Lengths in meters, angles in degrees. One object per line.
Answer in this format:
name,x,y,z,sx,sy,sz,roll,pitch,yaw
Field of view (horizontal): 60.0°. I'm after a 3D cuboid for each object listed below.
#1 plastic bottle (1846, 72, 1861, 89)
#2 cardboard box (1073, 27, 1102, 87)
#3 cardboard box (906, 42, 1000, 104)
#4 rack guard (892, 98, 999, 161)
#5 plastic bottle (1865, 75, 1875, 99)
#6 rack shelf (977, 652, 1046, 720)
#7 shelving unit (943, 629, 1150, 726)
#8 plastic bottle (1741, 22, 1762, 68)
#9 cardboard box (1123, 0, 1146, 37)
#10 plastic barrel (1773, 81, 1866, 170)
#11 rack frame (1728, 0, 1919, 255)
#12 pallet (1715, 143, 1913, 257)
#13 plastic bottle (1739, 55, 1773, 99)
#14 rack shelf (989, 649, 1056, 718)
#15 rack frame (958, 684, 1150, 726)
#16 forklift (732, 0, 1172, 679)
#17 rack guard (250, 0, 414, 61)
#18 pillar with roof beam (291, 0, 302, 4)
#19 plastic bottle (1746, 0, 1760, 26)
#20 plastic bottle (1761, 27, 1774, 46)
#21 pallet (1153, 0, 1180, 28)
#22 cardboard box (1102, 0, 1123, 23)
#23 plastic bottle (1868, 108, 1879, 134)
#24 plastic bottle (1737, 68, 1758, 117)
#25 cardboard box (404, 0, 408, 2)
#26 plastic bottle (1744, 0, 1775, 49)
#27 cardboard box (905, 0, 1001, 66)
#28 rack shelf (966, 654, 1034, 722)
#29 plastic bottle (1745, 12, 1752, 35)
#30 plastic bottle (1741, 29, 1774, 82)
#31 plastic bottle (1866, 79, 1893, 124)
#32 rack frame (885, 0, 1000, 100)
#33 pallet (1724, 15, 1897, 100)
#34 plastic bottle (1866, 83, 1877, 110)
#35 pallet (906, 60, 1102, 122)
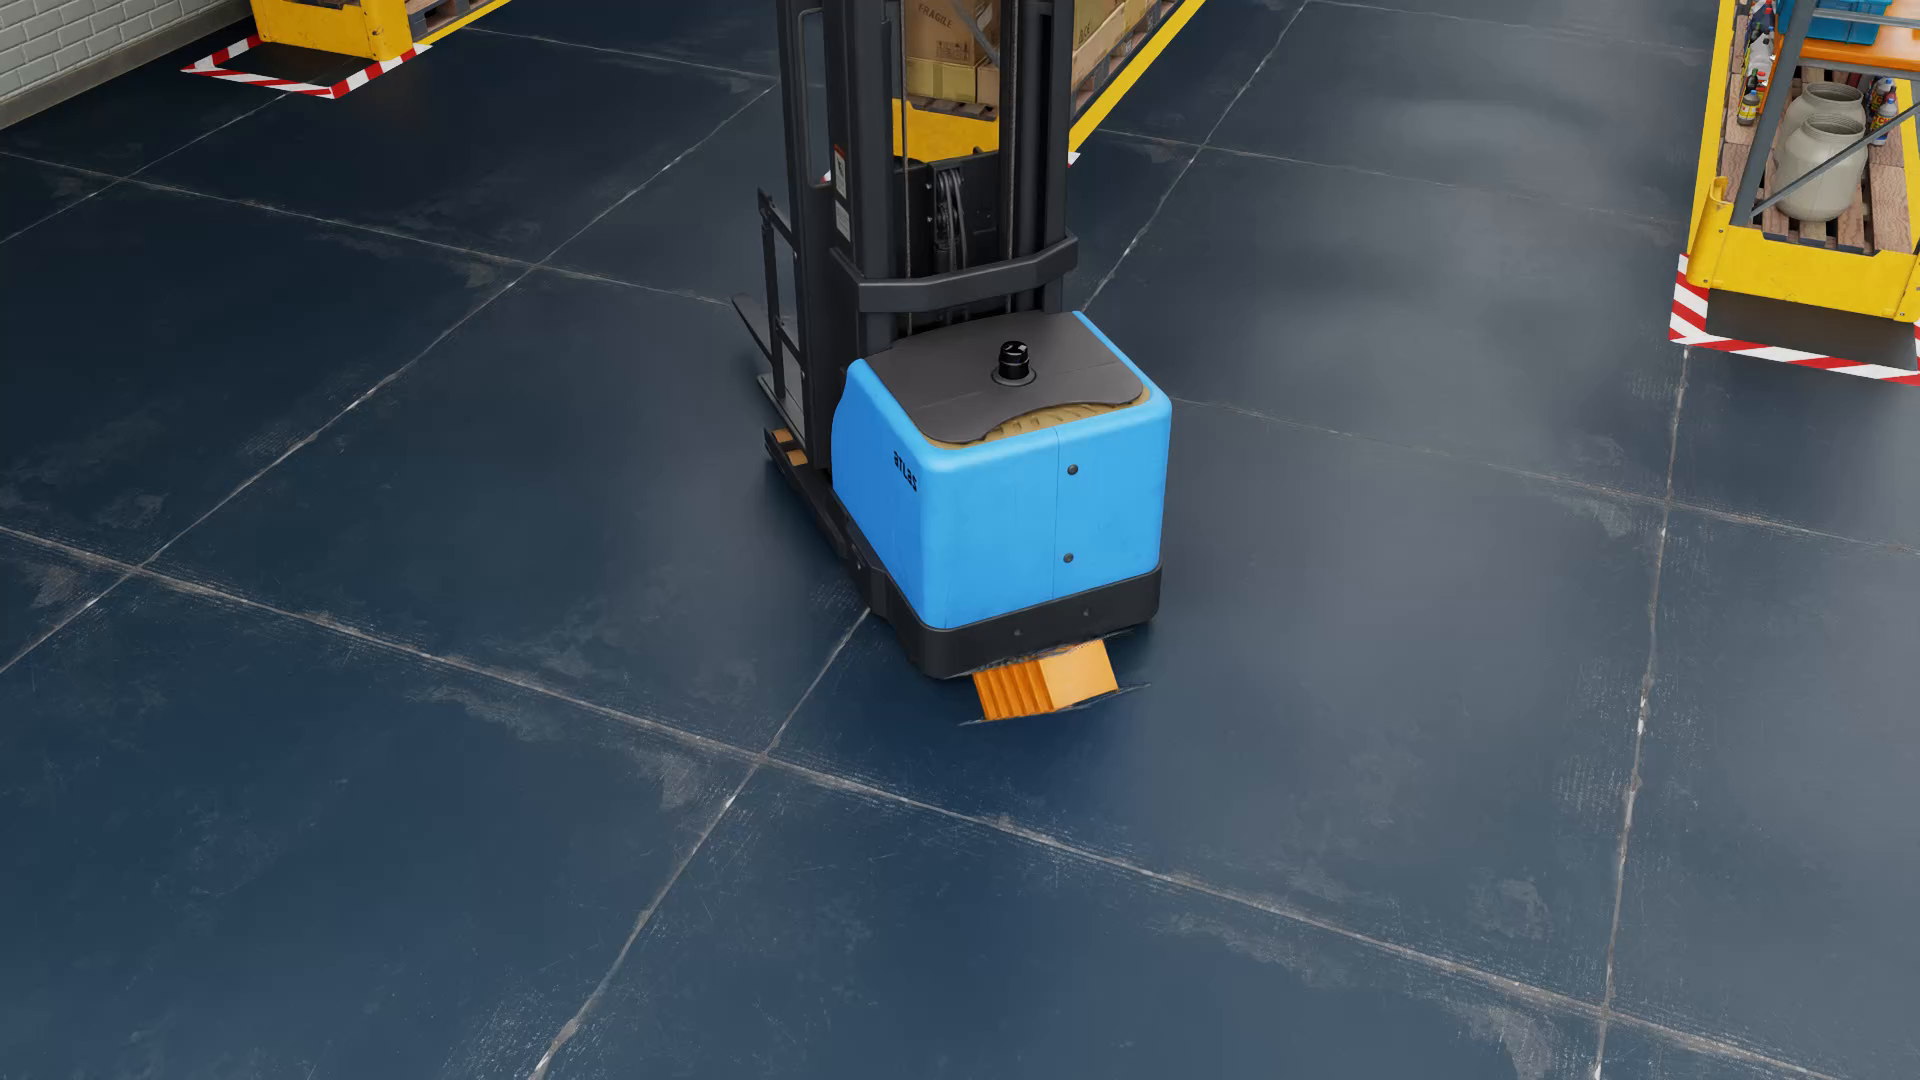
plastic bottle,5.784,-3.045,10.719,0.061,0.283,0.133,14,39,18
cardboard box,0.618,-3.236,11.019,0.500,0.250,0.500,14,39,18
cardboard box,-0.048,-3.076,10.806,0.500,0.250,0.500,14,39,18
rack guard,0.012,-2.630,10.351,1.175,0.500,0.348,14,39,18
plastic bottle,5.863,-2.916,10.616,0.097,0.201,0.097,0,37,0
rack shelf,0.216,0.518,5.945,0.258,0.180,0.103,-17,-3,-21
shelving unit,0.270,0.493,5.792,0.258,0.189,1.200,-17,-3,-21
plastic bottle,5.259,-3.278,11.032,0.061,0.283,0.133,16,40,20
cardboard box,1.003,-3.788,11.758,0.500,0.250,0.500,14,39,18
plastic barrel,4.971,-2.345,9.610,0.421,0.512,0.421,0,37,0
rack frame,4.601,-2.514,8.108,1.000,3.000,0.127,14,39,18
pallet,4.900,-1.899,9.614,1.003,0.211,1.213,14,39,18
plastic bottle,5.068,-2.926,10.567,0.152,0.276,0.135,13,39,16
rack shelf,0.256,0.500,5.833,0.258,0.180,0.103,-17,-3,-21
rack frame,0.298,0.580,5.788,0.240,0.006,1.200,-17,-3,-21
forklift,-0.254,-1.515,6.829,1.130,2.935,3.031,-15,39,-19
rack guard,-4.532,-3.812,11.932,1.175,0.500,0.348,14,39,18
pillar with roof beam,-1.114,-6.778,8.802,9.100,9.000,0.400,14,39,18
plastic bottle,5.596,-3.736,11.654,0.097,0.271,0.097,0,37,0
plastic bottle,5.339,-3.266,11.025,0.097,0.271,0.097,0,37,0
pallet,1.202,-4.312,12.842,1.003,0.211,1.213,14,39,18
cardboard box,0.798,-3.815,11.168,0.500,0.500,0.500,14,39,18
plastic bottle,5.618,-2.560,10.139,0.097,0.201,0.097,0,37,0
plastic bottle,4.922,-2.788,10.376,0.061,0.283,0.133,15,39,19
cardboard box,-4.215,-4.233,12.286,0.500,0.311,0.500,10,38,13
plastic bottle,5.432,-3.492,11.261,0.144,0.351,0.185,15,39,19
cardboard box,-0.050,-3.377,10.582,0.500,0.500,0.500,14,39,18
rack shelf,0.177,0.535,6.057,0.258,0.180,0.103,-17,-3,-21
plastic bottle,5.519,-3.595,11.524,0.097,0.201,0.097,0,37,0
plastic bottle,5.198,-3.152,10.807,0.144,0.351,0.185,14,39,17
plastic bottle,5.709,-2.720,10.295,0.097,0.271,0.097,0,37,0
rack frame,0.021,-3.645,9.621,1.000,3.000,0.127,14,39,18
pallet,5.829,-3.250,11.421,1.003,0.211,1.213,14,39,18
plastic bottle,5.785,-2.803,10.464,0.097,0.201,0.097,0,37,0
pallet,0.274,-2.961,11.035,1.003,0.211,1.213,14,39,18
